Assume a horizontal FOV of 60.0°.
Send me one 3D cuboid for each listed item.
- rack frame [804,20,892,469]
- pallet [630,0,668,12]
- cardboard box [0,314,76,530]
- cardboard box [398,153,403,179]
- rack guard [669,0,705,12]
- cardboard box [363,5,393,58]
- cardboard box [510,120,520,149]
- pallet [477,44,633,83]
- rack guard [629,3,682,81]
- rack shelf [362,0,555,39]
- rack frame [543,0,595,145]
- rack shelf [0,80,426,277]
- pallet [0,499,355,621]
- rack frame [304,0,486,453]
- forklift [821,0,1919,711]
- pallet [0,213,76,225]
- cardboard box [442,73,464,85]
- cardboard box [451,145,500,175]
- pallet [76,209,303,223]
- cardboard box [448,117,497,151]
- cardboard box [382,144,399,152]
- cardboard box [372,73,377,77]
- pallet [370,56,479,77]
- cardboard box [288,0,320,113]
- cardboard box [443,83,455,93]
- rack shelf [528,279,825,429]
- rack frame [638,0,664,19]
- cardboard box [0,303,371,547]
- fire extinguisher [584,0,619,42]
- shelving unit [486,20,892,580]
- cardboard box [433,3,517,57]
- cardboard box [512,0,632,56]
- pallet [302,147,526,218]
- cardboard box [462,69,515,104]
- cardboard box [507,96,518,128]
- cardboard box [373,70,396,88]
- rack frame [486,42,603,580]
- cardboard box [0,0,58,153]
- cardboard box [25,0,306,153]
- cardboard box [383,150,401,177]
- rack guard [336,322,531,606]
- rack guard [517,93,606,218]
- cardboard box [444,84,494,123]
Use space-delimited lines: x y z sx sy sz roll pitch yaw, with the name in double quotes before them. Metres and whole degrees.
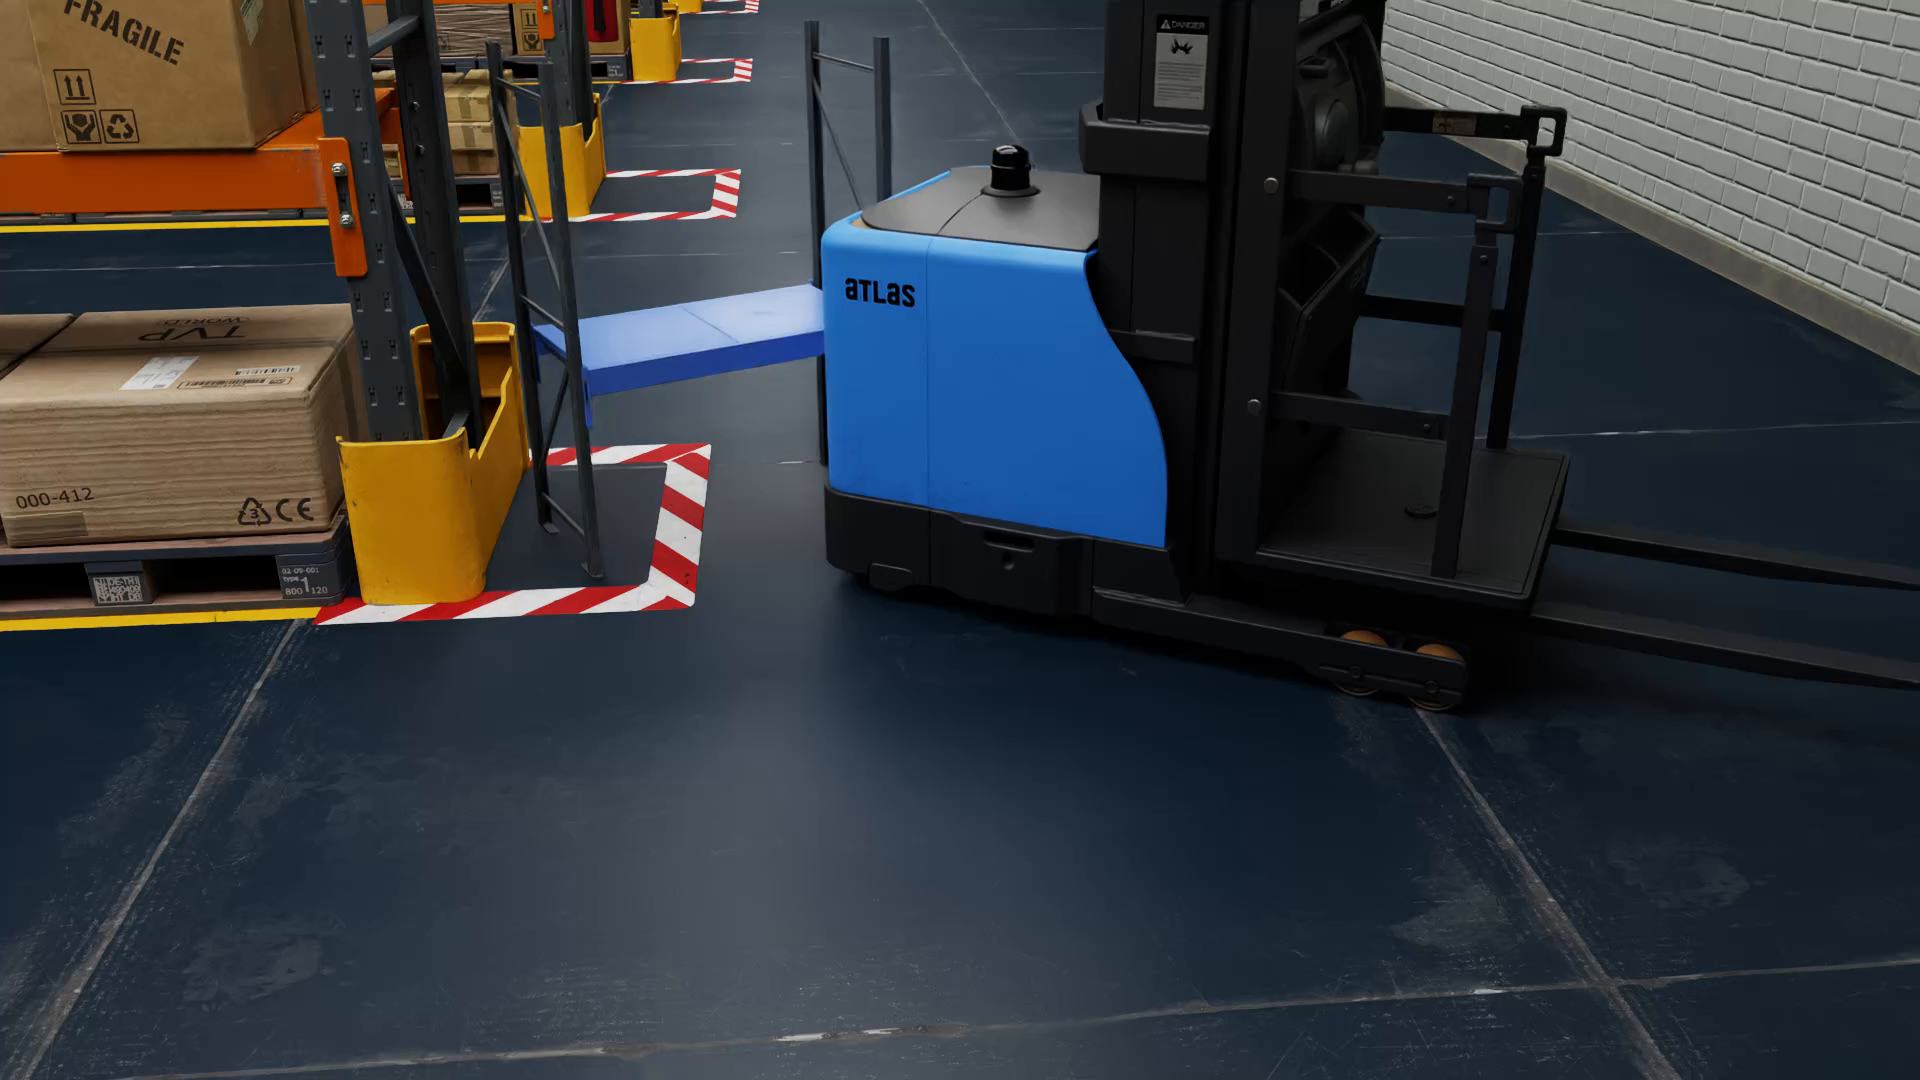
"rack frame" -0.350 -0.872 5.366 0.032 1.500 0.500 -14 28 -29
"pallet" -3.940 -6.135 18.793 1.213 0.211 1.003 -2 24 -5
"cardboard box" -3.212 -0.333 4.945 0.875 0.438 0.875 -2 24 -4
"cardboard box" -2.991 -2.148 9.383 0.250 0.149 0.380 -2 24 -4
"rack guard" -3.093 -6.291 18.787 0.348 0.500 1.175 -2 24 -5
"cardboard box" -5.049 -4.516 13.816 0.875 0.875 0.875 -2 24 -5
"cardboard box" -2.795 -2.413 9.980 0.250 0.149 0.380 -2 24 -4
"pallet" -3.417 -4.087 14.185 1.213 0.211 1.003 -2 24 -5
"rack guard" -2.605 -4.283 14.271 0.348 0.500 1.175 -2 24 -5
"rack shelf" -4.232 -3.007 9.208 4.000 0.370 1.077 -2 24 -5
"rack frame" -2.242 -3.416 9.242 0.127 3.000 1.000 -2 24 -5
"rack shelf" -3.645 -1.010 4.716 4.000 0.370 1.077 -2 24 -5
"pallet" -2.443 -0.081 5.173 1.213 0.211 1.003 -2 24 -5
"rack frame" -1.655 -1.419 4.749 0.127 3.000 1.000 -2 24 -5
"forklift" 1.166 -1.147 4.222 3.031 2.935 1.130 10 26 22
"pallet" -5.558 -2.023 9.541 1.213 0.211 1.003 -2 24 -5
"cardboard box" -3.059 -2.634 9.743 0.250 0.149 0.380 -2 24 -4
"cardboard box" -2.745 -2.200 9.499 0.250 0.149 0.380 -2 24 -4
"pallet" -4.341 -2.073 9.654 1.213 0.211 1.003 -2 24 -5
"cardboard box" -2.739 -2.304 9.368 0.250 0.149 0.380 -3 24 -7
"cardboard box" -3.256 -2.283 9.320 0.250 0.149 0.380 -3 24 -7
"cardboard box" -3.561 -2.632 9.739 0.250 0.149 0.380 -3 24 -8
"pallet" -4.628 -4.039 14.078 1.213 0.211 1.003 -2 24 -5
"cardboard box" -2.161 -1.562 4.947 0.500 0.500 0.500 -2 24 -6
"cardboard box" -3.000 -2.466 9.366 0.250 0.149 0.380 -2 24 -4
"rack shelf" -0.783 -0.600 5.195 1.000 0.185 0.538 -14 28 -29
"rack frame" -2.629 -5.425 13.761 0.127 3.000 1.000 -2 24 -5
"cardboard box" -2.302 -0.373 5.034 0.875 0.438 0.875 -3 24 -7
"fire extinguisher" -1.946 -3.034 8.936 0.183 0.674 0.296 -2 24 -5
"shelving unit" -0.783 -0.764 5.122 1.048 1.500 0.538 -14 28 -29
"cardboard box" -4.164 -4.551 13.896 0.875 0.875 0.875 -2 24 -5
"cardboard box" -3.258 -4.588 13.977 0.875 0.875 0.875 -2 24 -5
"pallet" -3.130 -2.120 9.761 1.213 0.211 1.003 -2 24 -5
"cardboard box" -2.797 -2.693 9.877 0.250 0.149 0.380 -3 24 -8
"cardboard box" -2.789 -2.524 9.862 0.250 0.149 0.380 -1 24 -3
"cardboard box" -3.323 -2.675 9.836 0.250 0.149 0.380 -2 24 -5
"rack frame" -1.216 -0.656 4.879 0.032 1.500 0.500 -14 28 -29
"cardboard box" -2.610 -1.325 4.414 0.500 0.500 0.500 -3 24 -6
"cardboard box" -2.109 -1.338 4.445 0.500 0.500 0.500 -2 24 -5
"cardboard box" -3.263 -2.173 9.438 0.250 0.149 0.380 -2 24 -5
"rack guard" -1.631 -0.278 5.259 0.348 0.500 1.175 -2 24 -5
"rack guard" -2.318 -2.271 9.743 0.348 0.500 1.175 -2 24 -5
"cardboard box" -2.744 -2.453 9.337 0.250 0.149 0.380 -2 24 -5
